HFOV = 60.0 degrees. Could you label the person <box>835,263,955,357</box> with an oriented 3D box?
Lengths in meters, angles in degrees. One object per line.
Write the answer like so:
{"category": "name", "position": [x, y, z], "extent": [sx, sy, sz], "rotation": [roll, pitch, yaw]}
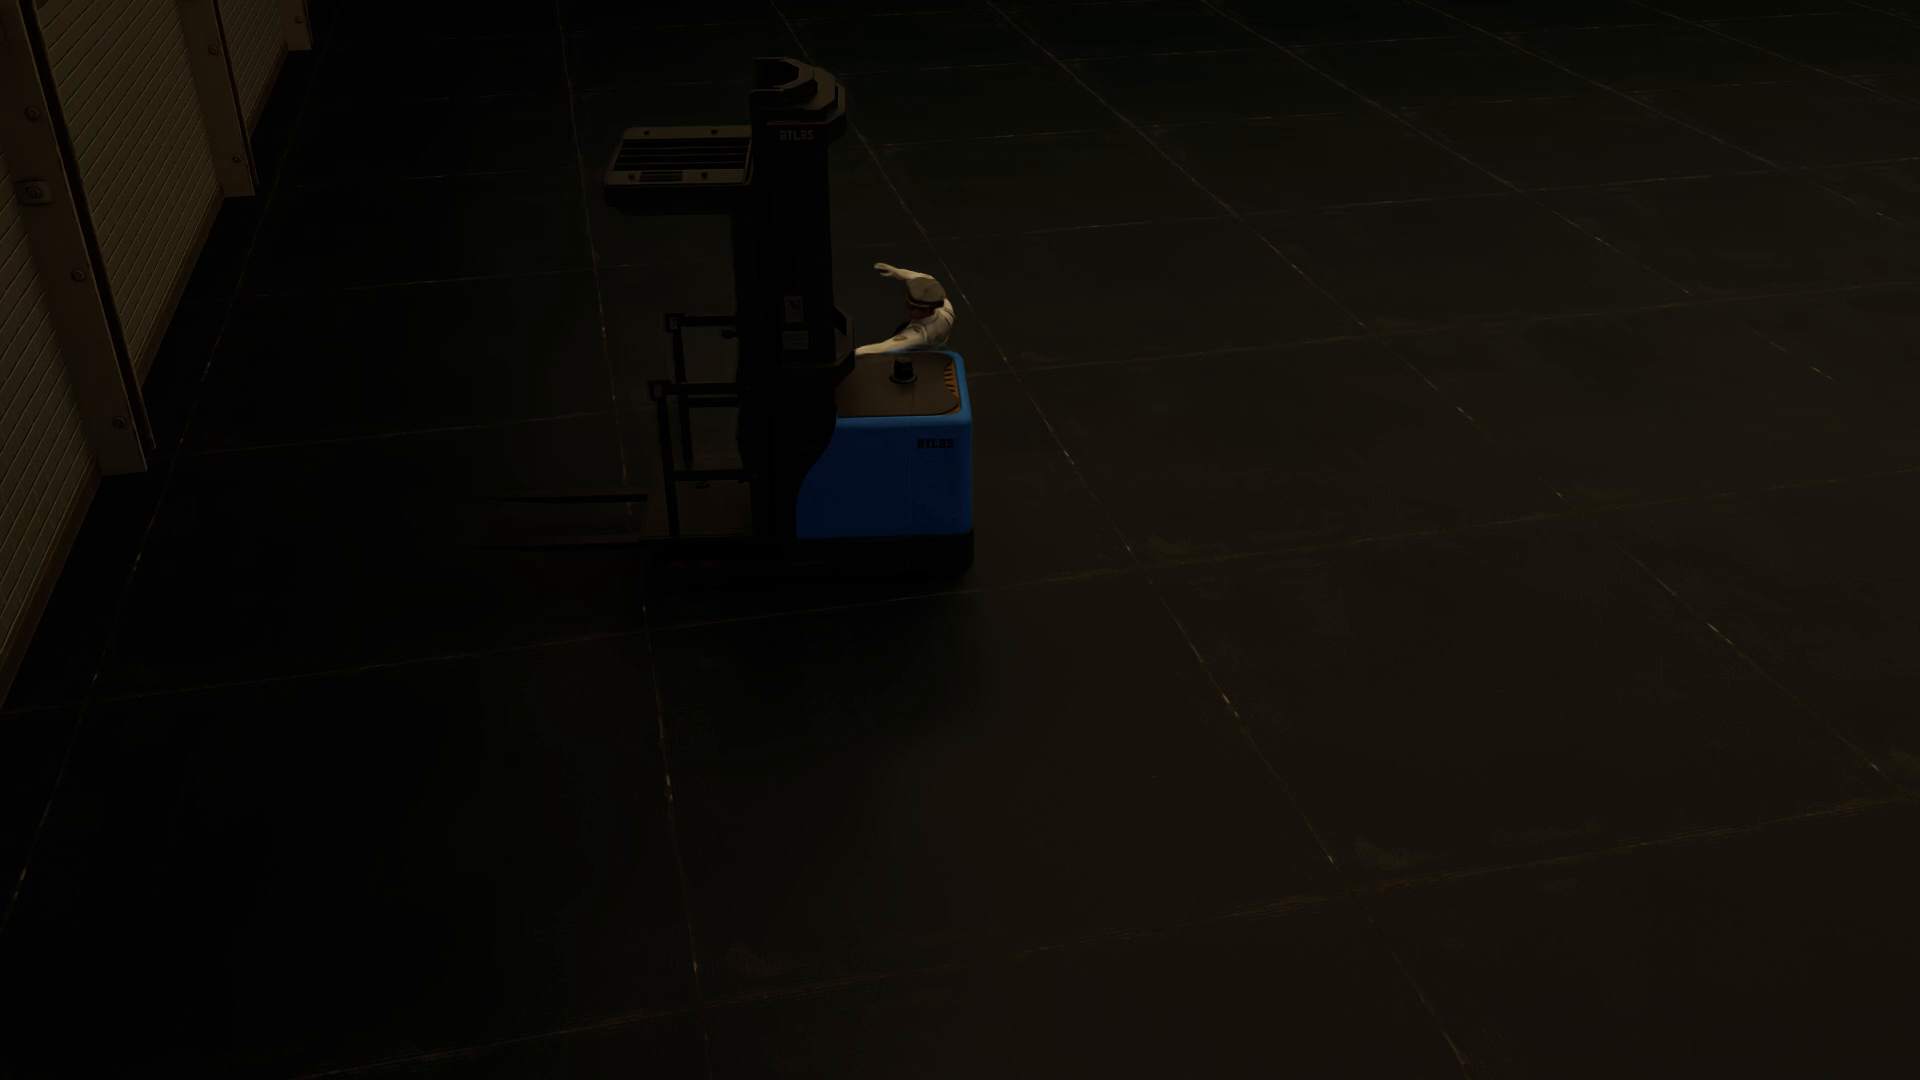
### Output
{"category": "person", "position": [-0.537, -1.011, 10.885], "extent": [0.997, 1.508, 0.764], "rotation": [-18, 35, -28]}

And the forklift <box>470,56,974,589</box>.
{"category": "forklift", "position": [-1.454, -1.248, 9.731], "extent": [3.031, 2.935, 1.130], "rotation": [-2, 30, -3]}
